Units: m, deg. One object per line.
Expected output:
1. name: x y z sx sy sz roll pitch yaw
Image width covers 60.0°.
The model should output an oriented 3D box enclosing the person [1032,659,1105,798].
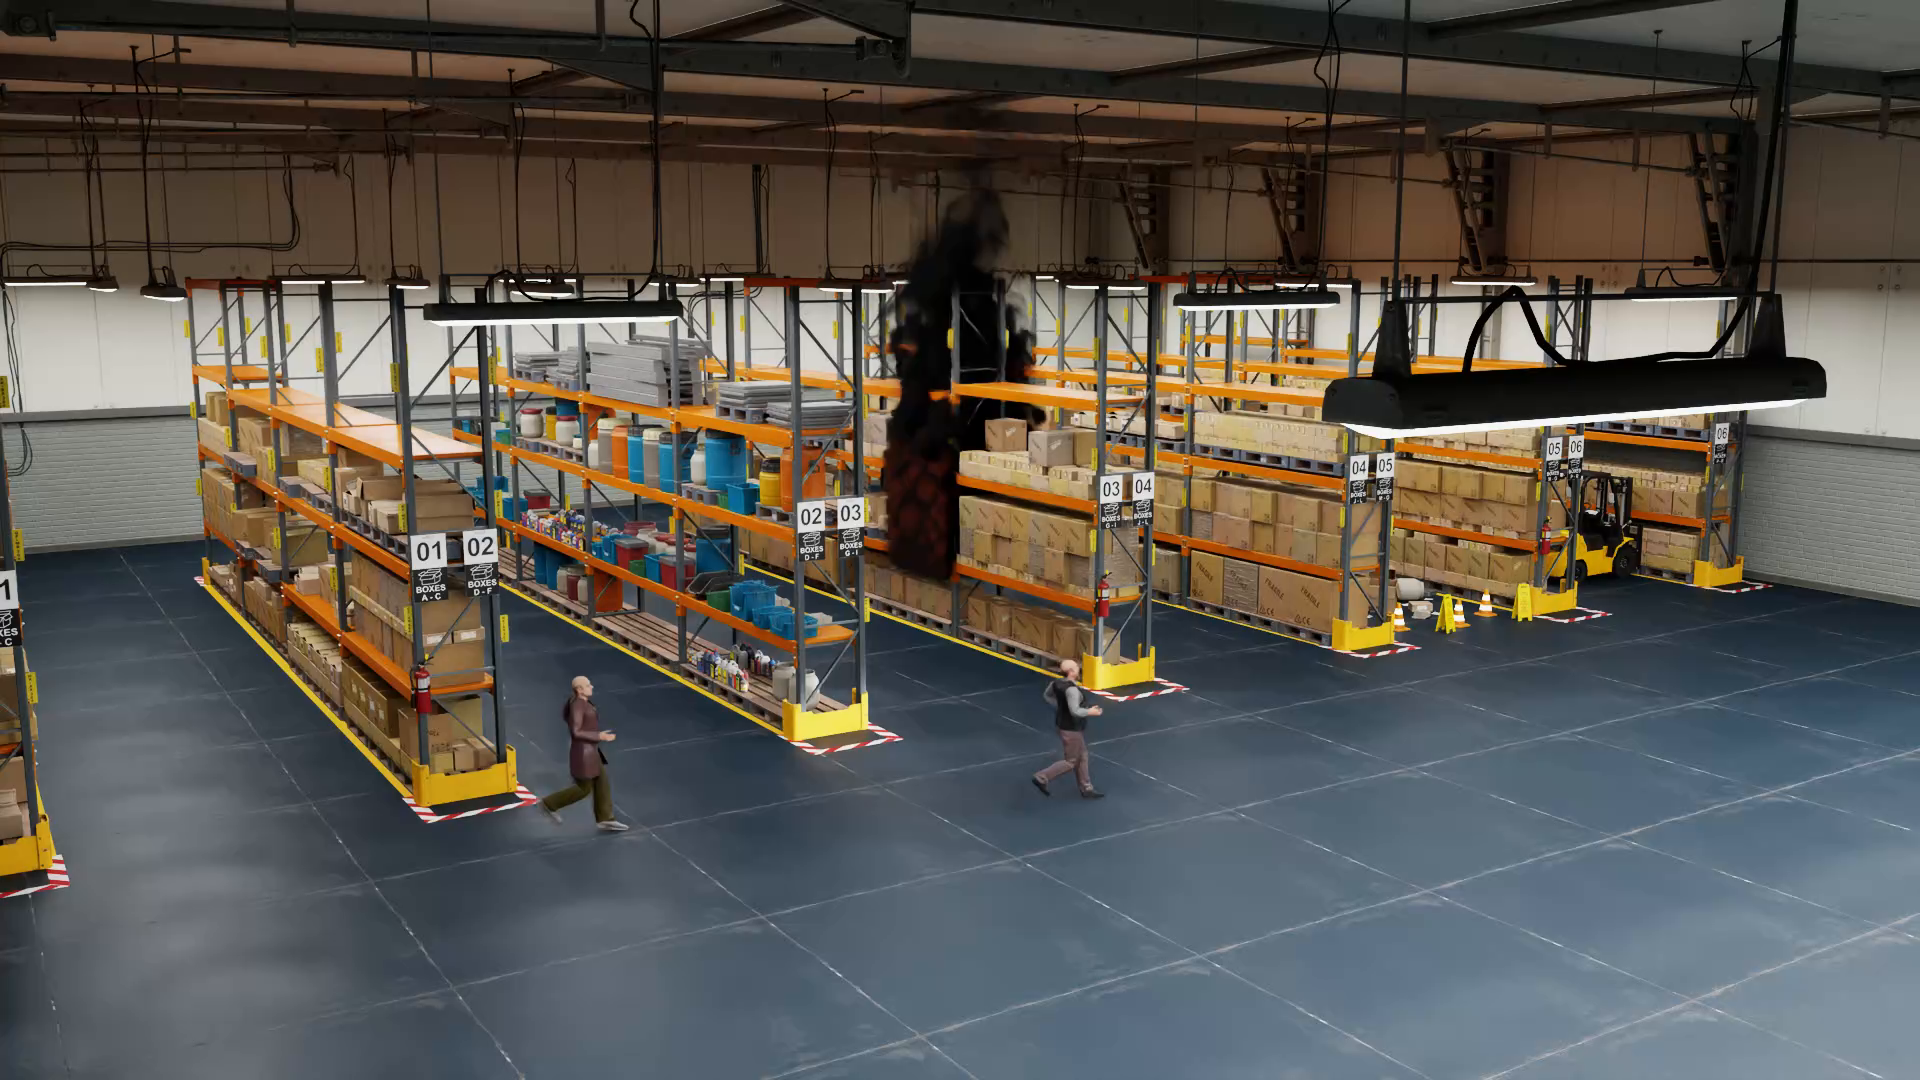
1. person: 1.277 2.239 19.509 0.936 1.717 0.661 -2 10 -14

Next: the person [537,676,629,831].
1. person: -4.221 2.394 18.531 0.988 1.790 0.716 -1 10 -6
